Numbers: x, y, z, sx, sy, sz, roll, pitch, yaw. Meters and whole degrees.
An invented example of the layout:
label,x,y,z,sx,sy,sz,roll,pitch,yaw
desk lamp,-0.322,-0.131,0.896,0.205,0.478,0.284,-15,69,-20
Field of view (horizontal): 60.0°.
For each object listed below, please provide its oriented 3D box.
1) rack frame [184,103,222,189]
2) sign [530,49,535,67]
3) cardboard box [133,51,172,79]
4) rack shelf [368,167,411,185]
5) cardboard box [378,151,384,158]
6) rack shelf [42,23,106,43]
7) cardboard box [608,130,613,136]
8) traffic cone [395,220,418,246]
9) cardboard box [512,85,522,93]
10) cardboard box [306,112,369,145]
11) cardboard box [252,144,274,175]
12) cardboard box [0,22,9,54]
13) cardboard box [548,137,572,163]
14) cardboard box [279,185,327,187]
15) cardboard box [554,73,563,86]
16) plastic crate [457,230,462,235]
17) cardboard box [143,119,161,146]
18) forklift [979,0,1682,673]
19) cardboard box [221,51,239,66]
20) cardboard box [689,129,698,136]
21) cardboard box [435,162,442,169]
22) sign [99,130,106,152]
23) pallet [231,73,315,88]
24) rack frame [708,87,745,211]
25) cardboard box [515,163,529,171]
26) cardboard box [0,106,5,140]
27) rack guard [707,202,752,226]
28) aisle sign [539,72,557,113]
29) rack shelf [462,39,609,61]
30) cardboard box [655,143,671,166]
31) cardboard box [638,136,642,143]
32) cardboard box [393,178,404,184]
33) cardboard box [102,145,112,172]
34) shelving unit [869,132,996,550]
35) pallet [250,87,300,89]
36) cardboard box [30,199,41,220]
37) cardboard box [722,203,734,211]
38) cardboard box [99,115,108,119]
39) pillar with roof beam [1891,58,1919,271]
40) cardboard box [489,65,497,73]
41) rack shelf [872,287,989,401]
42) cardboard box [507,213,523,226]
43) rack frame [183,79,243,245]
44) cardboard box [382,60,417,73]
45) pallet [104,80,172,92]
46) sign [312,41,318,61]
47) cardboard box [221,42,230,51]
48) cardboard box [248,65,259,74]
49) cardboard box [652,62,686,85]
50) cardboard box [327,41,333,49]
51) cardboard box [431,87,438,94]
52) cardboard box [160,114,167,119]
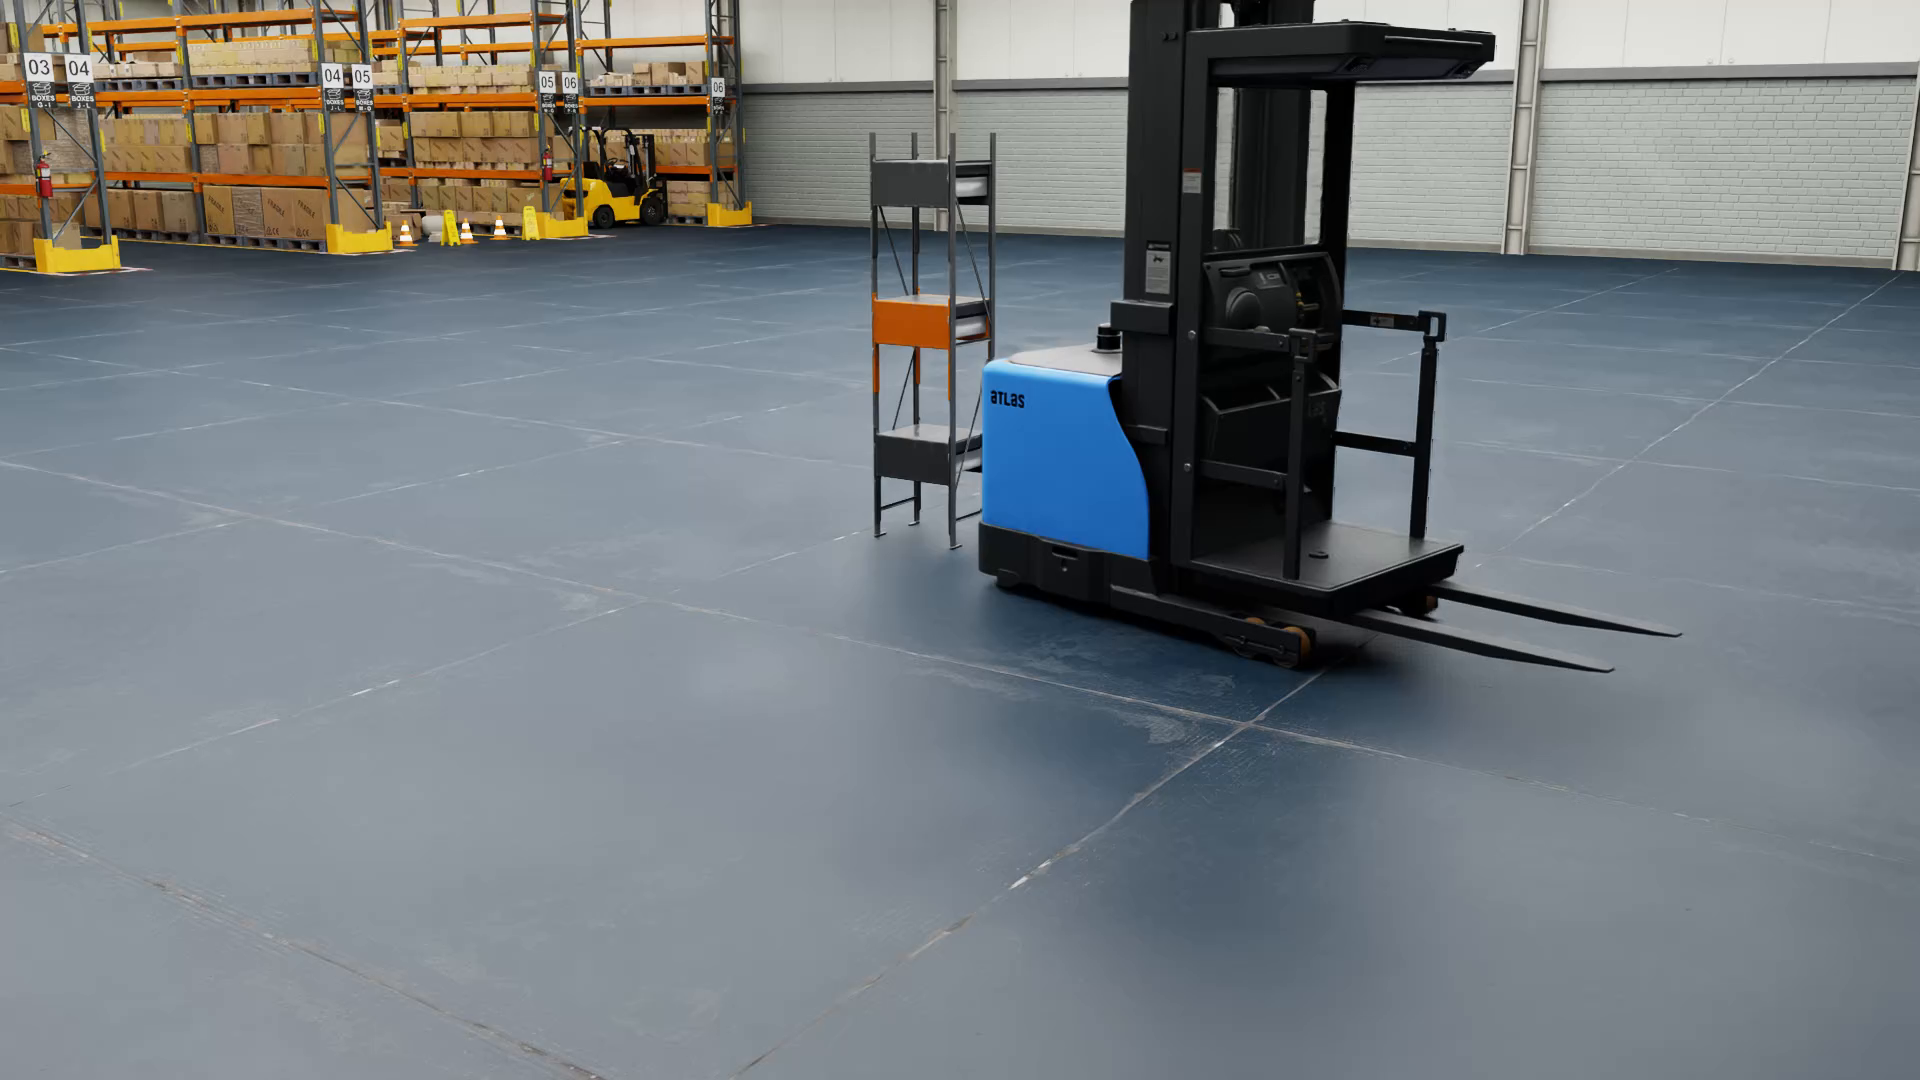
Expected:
label,x,y,z,sx,sy,sz,roll,pitch,yaw
rack frame,-17.937,-9.194,39.723,0.127,3.000,1.000,9,17,33
sign,-8.306,-9.363,32.319,0.005,0.325,0.100,9,17,33
cardboard box,-15.698,-9.237,32.363,0.500,0.500,0.500,9,17,33
rack shelf,-12.958,-8.040,36.559,4.000,0.370,1.077,9,17,33
cardboard box,-12.323,-8.284,35.693,0.250,0.149,0.380,9,16,32
rack shelf,-18.956,-10.294,34.011,4.000,0.370,1.077,9,17,33
cardboard box,-7.949,-9.468,38.652,0.250,0.149,0.380,9,16,32
traffic cone,-10.306,-5.707,30.916,0.334,0.463,0.336,9,17,33
cardboard box,-8.656,-8.938,32.968,0.250,0.149,0.380,9,17,33
cardboard box,-10.945,-7.239,29.264,0.550,0.550,0.875,9,17,33
cardboard box,-12.318,-6.930,30.265,0.500,0.550,0.875,9,17,33
cardboard box,-14.938,-7.658,25.407,0.500,0.500,0.500,9,17,33
cardboard box,-8.218,-7.897,33.654,0.500,0.500,0.500,9,16,32
cardboard box,-15.145,-7.940,38.202,0.875,0.875,0.875,9,17,32
cardboard box,-8.248,-9.233,33.331,0.500,0.250,0.500,9,16,32
plastic crate,-10.454,-6.330,34.229,0.583,0.080,0.402,3,14,14
cardboard box,-15.240,-7.857,32.030,0.500,0.500,0.700,9,17,33
forklift,1.490,-1.046,6.948,3.031,2.935,1.130,13,19,43
cardboard box,-12.889,-8.645,29.871,0.500,0.250,0.500,9,16,32
cardboard box,-5.849,-9.116,37.229,0.250,0.149,0.380,9,17,33
cardboard box,-10.740,-7.840,34.776,0.250,0.149,0.380,9,17,33
sign,-13.208,-6.138,25.573,0.005,0.325,0.100,9,17,33
pallet,-12.296,-8.258,29.884,1.213,0.211,1.003,9,17,33
rack frame,-5.212,-8.575,37.222,0.127,3.000,1.000,9,17,33
cardboard box,-8.681,-7.482,33.330,0.250,0.149,0.380,9,16,32
cardboard box,-14.523,-6.378,25.437,0.500,0.500,0.500,9,17,33
rack guard,-5.192,-7.359,37.509,0.348,0.500,1.175,9,17,33
aisle sign,-8.090,-8.781,32.642,0.004,0.787,0.394,9,17,33
rack shelf,-10.191,-11.749,39.886,4.000,0.370,1.077,9,17,33
cardboard box,-6.618,-8.778,37.831,0.500,0.500,0.500,9,16,32
cardboard box,-7.142,-9.169,38.061,0.250,0.149,0.380,9,16,32
cardboard box,-14.528,-9.335,43.269,0.250,0.149,0.380,8,16,30
cardboard box,-16.651,-7.524,32.768,0.500,0.500,0.500,9,17,32
shelving unit,-0.137,-1.041,8.661,0.503,2.100,0.431,9,17,33
pallet,-15.182,-10.098,37.524,1.003,0.211,1.213,10,17,35
cardboard box,-18.865,-6.822,34.468,0.500,0.500,0.500,8,16,30
cardboard box,-5.511,-7.549,37.925,0.500,0.250,0.500,9,17,33
cardboard box,-21.116,-10.477,41.264,0.250,0.149,0.380,10,17,34
pillar with roof beam,12.225,-7.683,21.135,0.400,9.000,9.100,9,17,33
cardboard box,-9.220,-9.444,33.353,0.250,0.149,0.380,9,17,33
rack shelf,-0.137,-1.028,8.664,0.480,0.518,0.431,9,17,33
cardboard box,-8.820,-6.512,33.736,0.500,0.250,0.500,9,17,33
rack frame,-13.977,-7.121,31.347,0.127,3.000,1.000,9,17,33
cardboard box,-11.851,-10.004,35.147,0.500,0.250,0.500,10,17,34
pallet,-15.803,-8.797,32.267,1.213,0.211,1.003,10,17,35
sign,-10.973,-8.326,28.293,0.005,0.325,0.100,9,17,33
cardboard box,-13.018,-8.842,29.837,0.250,0.149,0.380,9,17,33
cardboard box,-12.389,-8.353,29.521,0.250,0.149,0.380,9,17,33
cardboard box,-6.510,-10.500,37.466,0.500,0.500,0.700,9,17,33
cardboard box,-10.965,-8.700,29.265,0.250,0.149,0.380,9,17,33
cardboard box,-10.723,-9.307,34.460,0.250,0.149,0.380,9,17,33
cardboard box,-18.950,-10.144,39.919,0.250,0.149,0.380,9,17,32
